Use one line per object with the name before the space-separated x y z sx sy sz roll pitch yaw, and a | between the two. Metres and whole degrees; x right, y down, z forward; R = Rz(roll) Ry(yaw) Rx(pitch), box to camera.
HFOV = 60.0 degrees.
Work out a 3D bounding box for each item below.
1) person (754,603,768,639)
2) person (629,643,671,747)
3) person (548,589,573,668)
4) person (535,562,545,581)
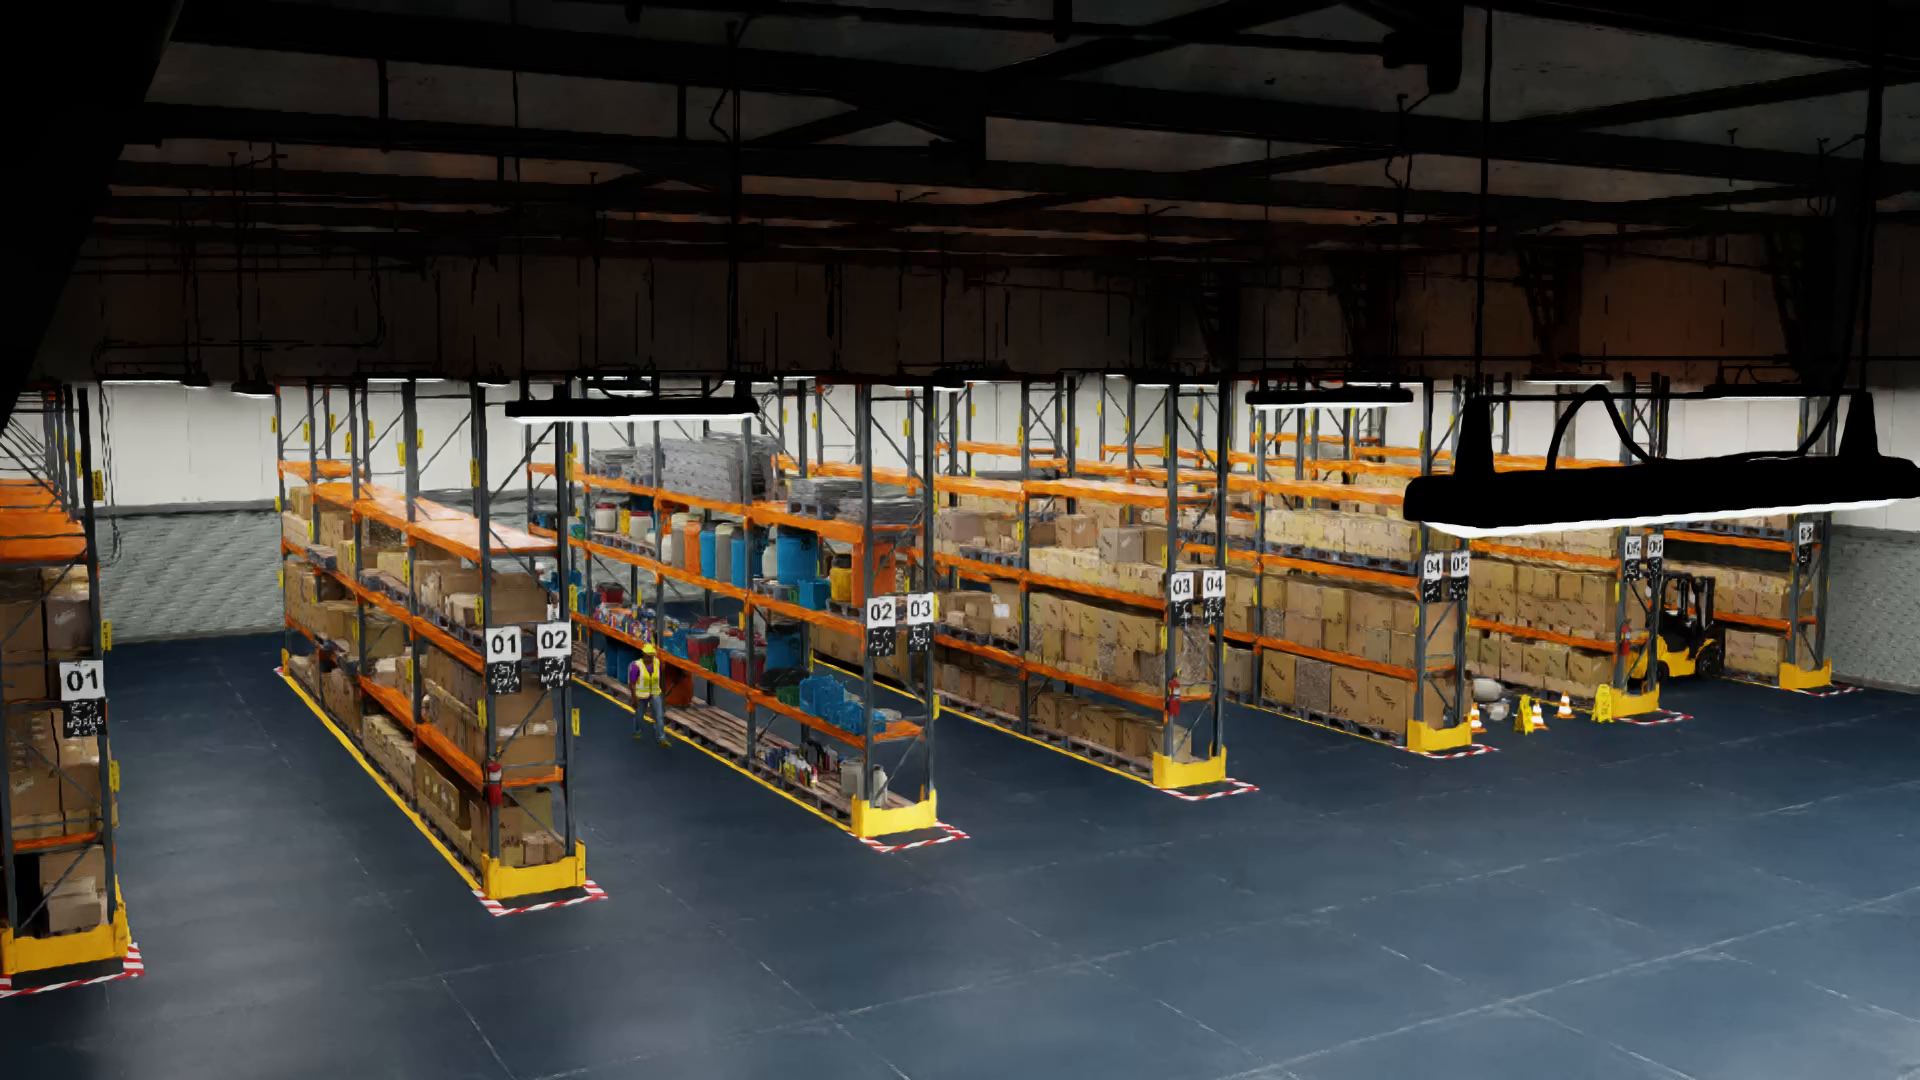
person | -4.120 1.737 34.254 0.540 1.679 0.451 4 7 30
person | -5.106 2.512 27.173 0.577 1.687 1.121 -3 7 -27
person | -8.062 1.836 33.105 0.630 1.722 1.005 0 6 -2
person | -9.489 1.395 37.089 0.488 1.781 0.717 1 6 12
